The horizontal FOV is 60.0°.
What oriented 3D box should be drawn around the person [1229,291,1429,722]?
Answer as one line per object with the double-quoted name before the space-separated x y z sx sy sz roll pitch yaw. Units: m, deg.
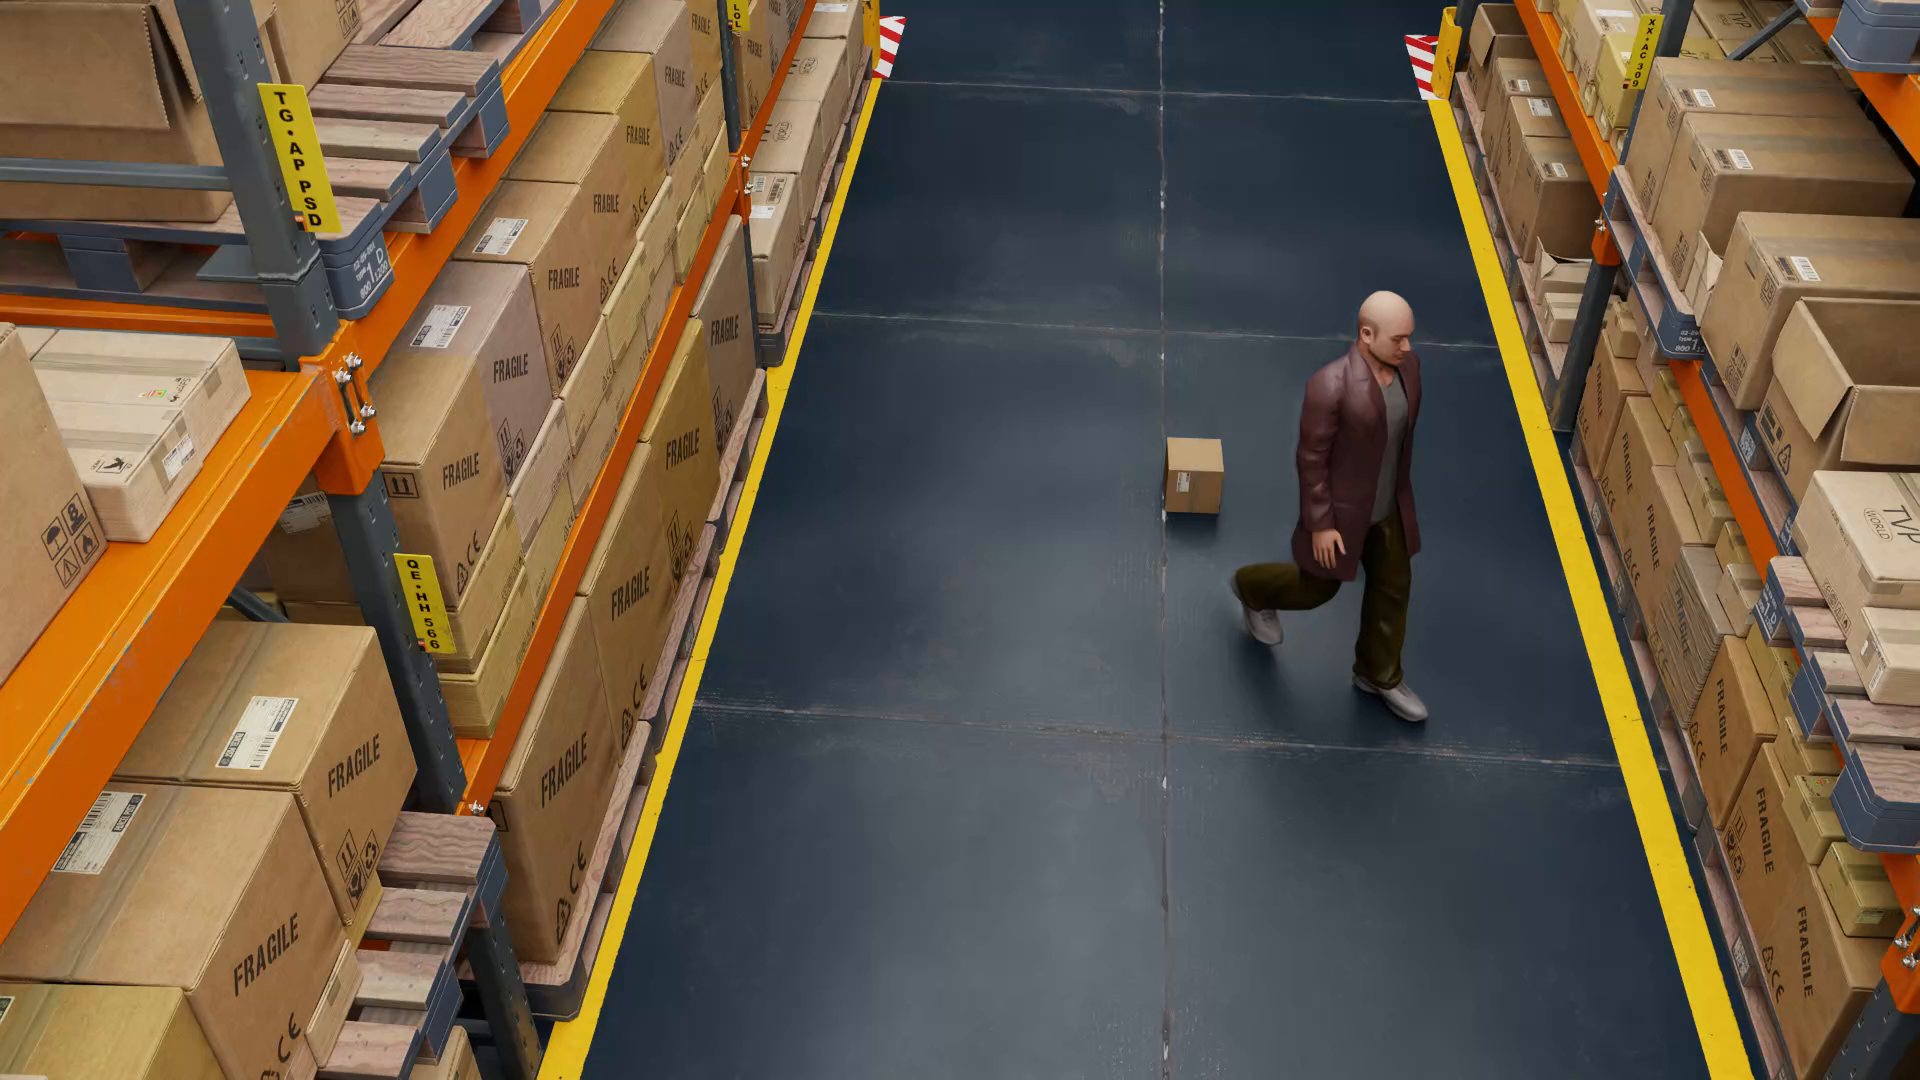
"person" 1.517 -0.155 6.362 0.603 1.748 0.971 -21 44 -24
